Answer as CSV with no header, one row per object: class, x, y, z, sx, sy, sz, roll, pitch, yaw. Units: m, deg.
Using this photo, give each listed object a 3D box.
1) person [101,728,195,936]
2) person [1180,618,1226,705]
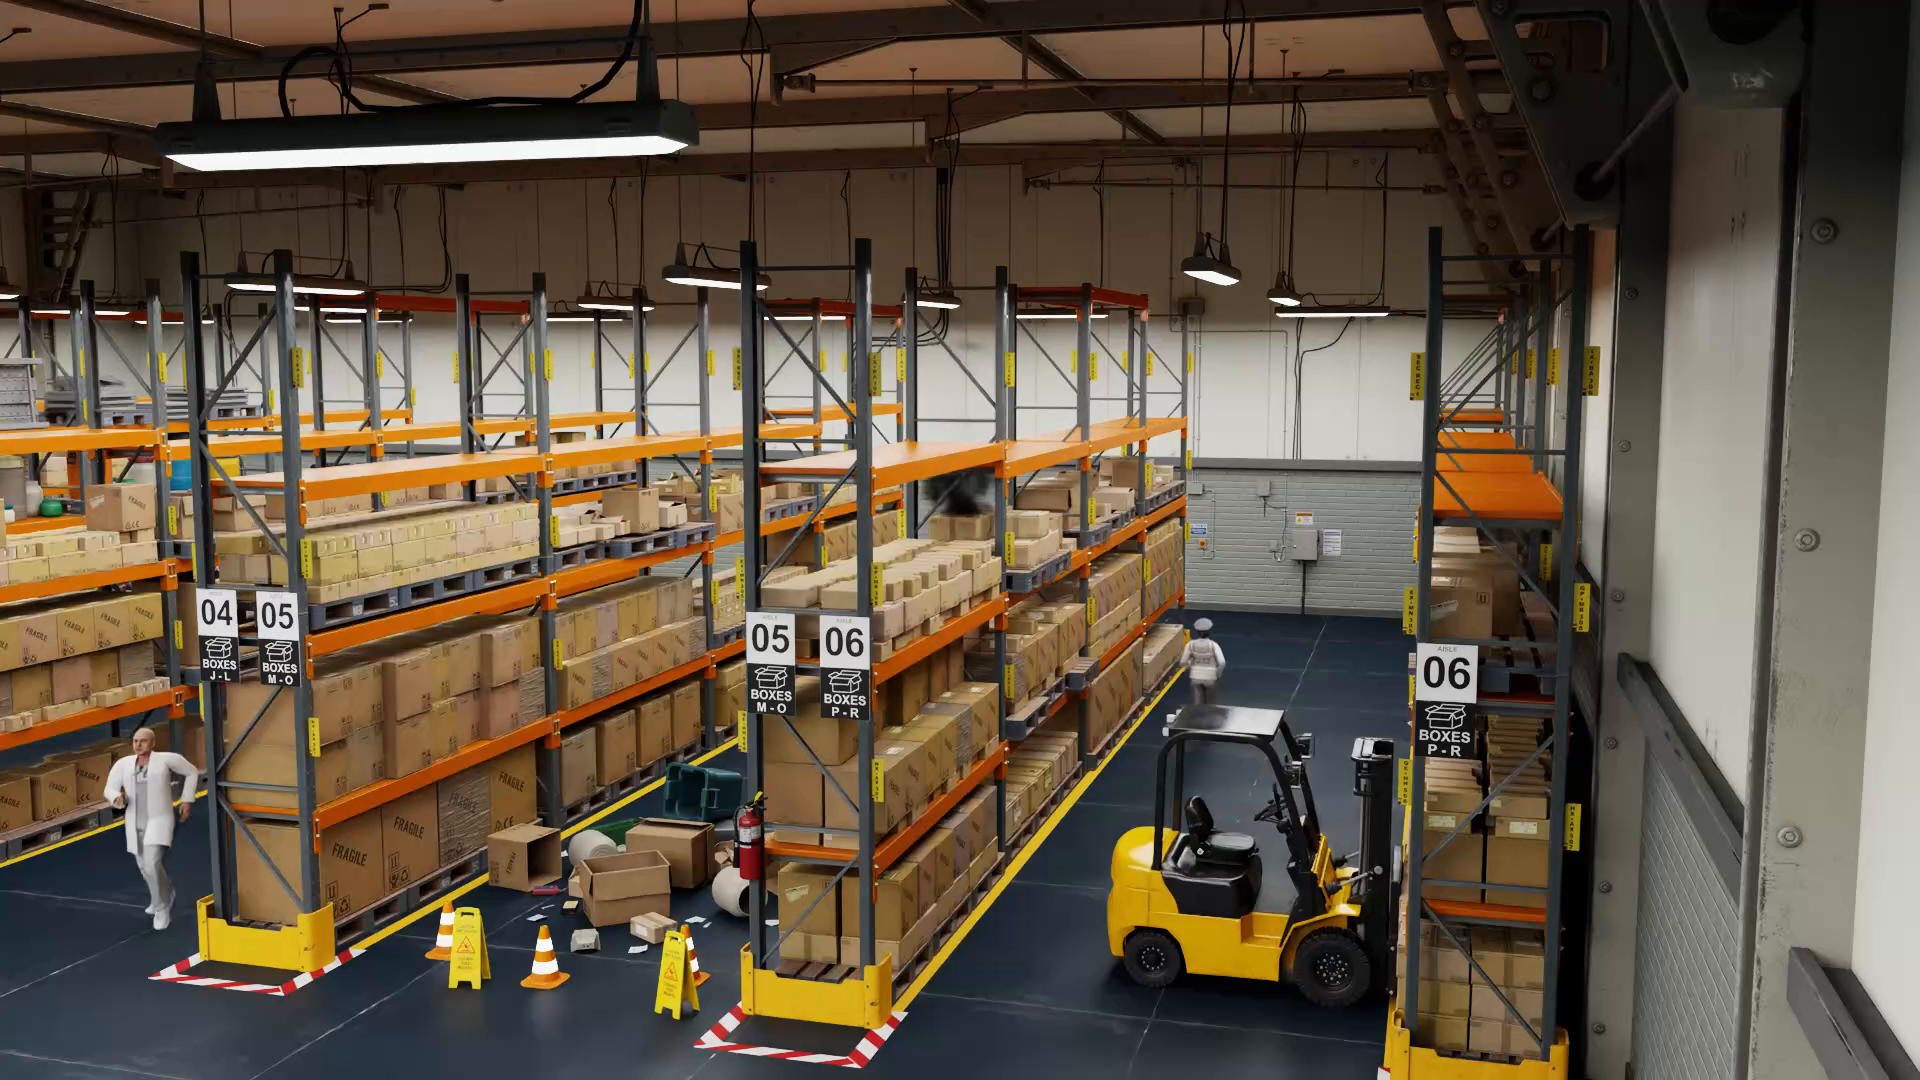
person,-7.353,2.607,15.040,0.699,1.852,0.865,0,6,0
person,3.245,1.878,22.166,0.618,1.673,0.655,2,7,17
